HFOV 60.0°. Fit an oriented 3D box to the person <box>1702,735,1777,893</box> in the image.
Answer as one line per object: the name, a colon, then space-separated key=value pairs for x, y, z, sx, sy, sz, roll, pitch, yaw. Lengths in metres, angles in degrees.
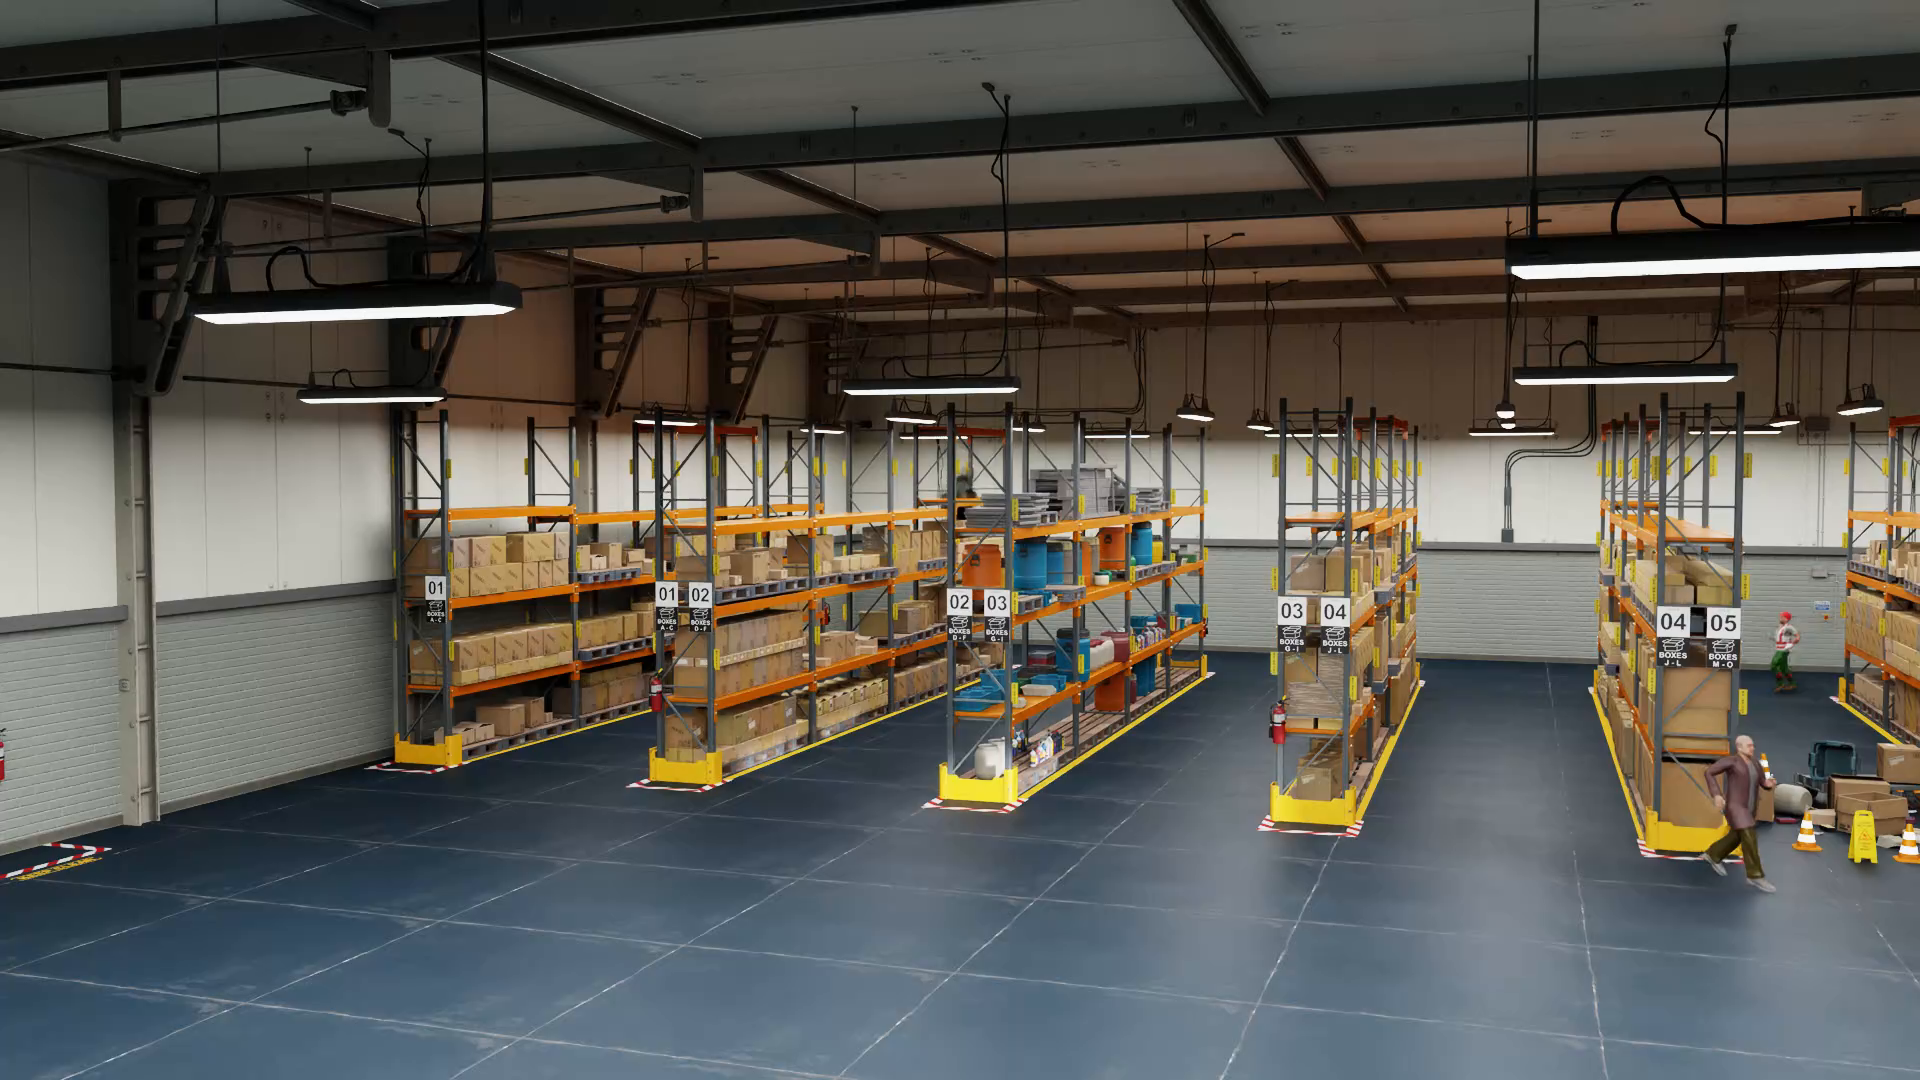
person: x=9.337 y=3.223 z=19.917 sx=0.690 sy=1.789 sz=1.046 roll=-1 pitch=3 yaw=-29

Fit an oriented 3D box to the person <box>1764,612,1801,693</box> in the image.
person: x=18.388 y=2.513 z=37.219 sx=0.695 sy=1.824 sz=0.613 roll=0 pitch=2 yaw=11
